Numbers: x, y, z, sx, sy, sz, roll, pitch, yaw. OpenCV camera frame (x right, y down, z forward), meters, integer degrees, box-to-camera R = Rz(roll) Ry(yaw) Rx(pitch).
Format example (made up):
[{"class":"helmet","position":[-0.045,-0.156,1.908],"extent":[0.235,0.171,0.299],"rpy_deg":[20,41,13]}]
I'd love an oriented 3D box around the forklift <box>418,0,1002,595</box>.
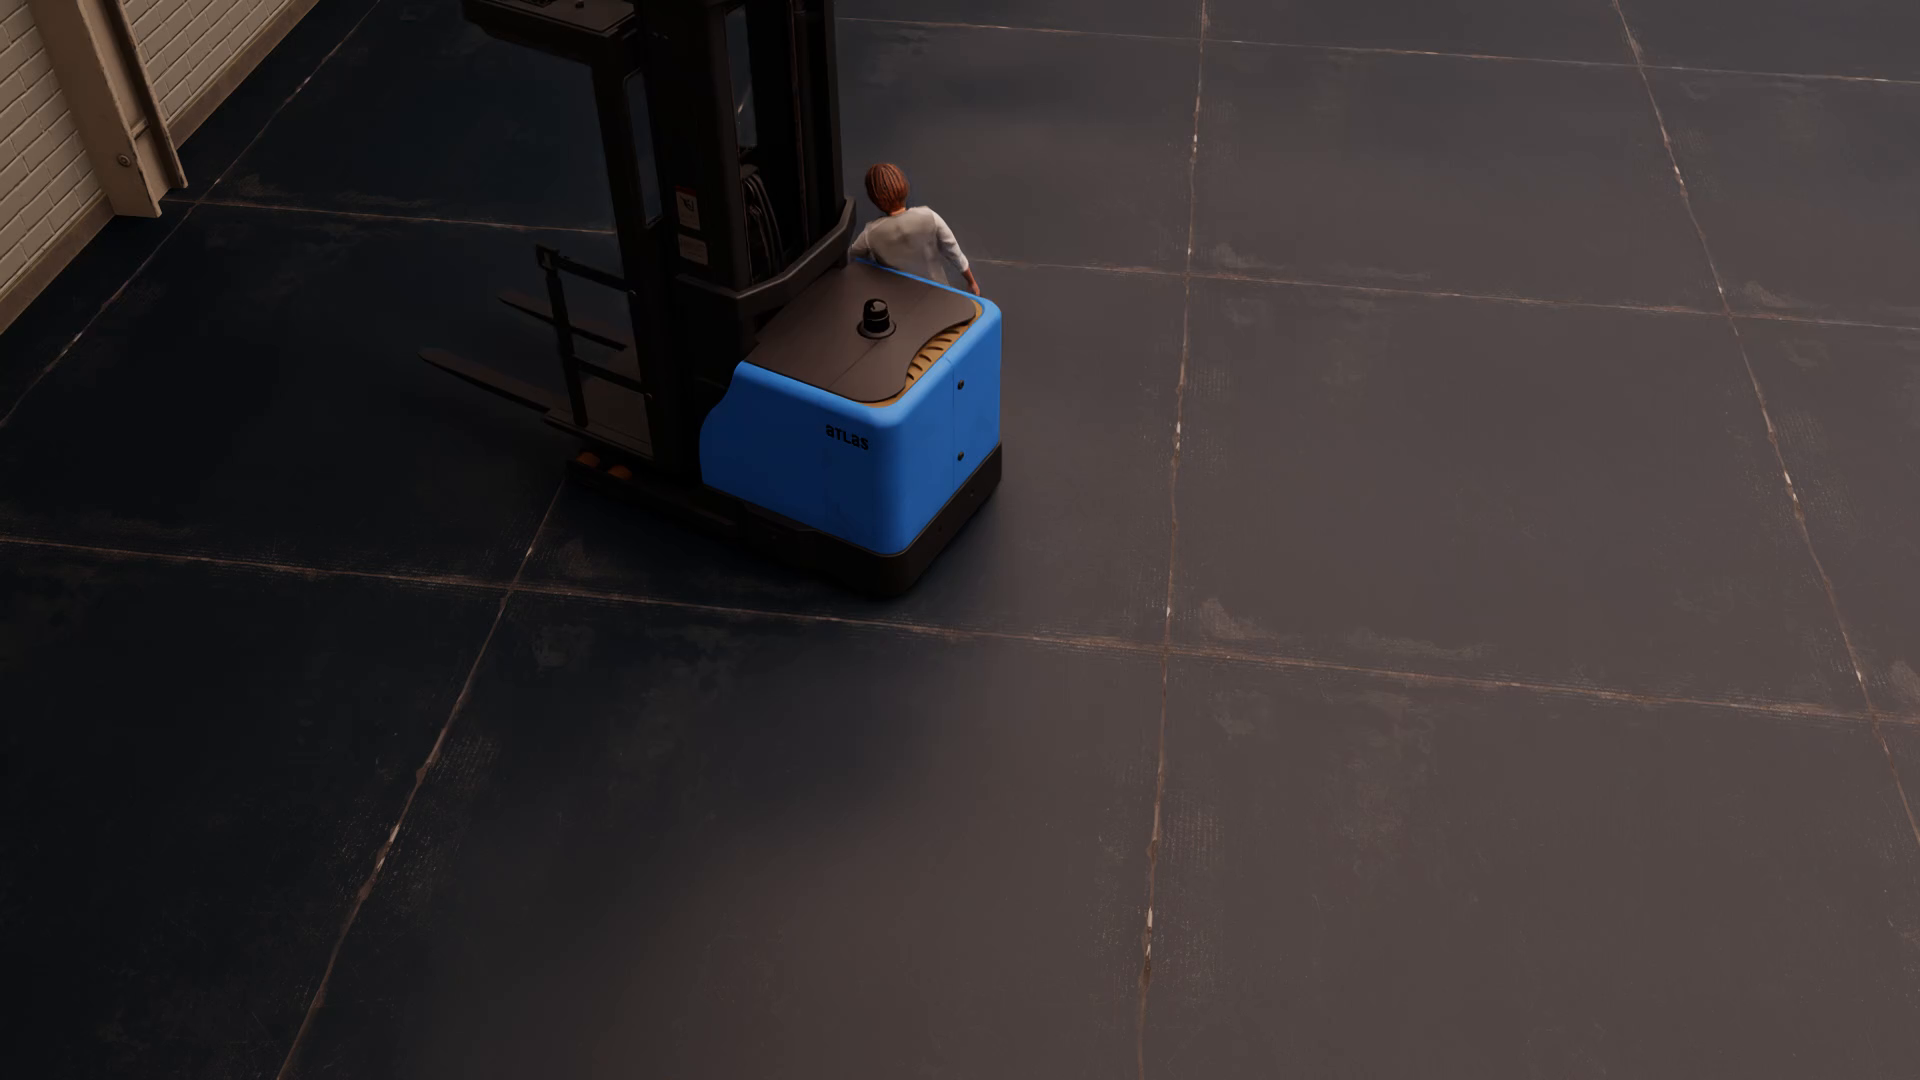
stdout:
[{"class":"forklift","position":[-1.333,-1.567,7.430],"extent":[3.031,2.935,1.130],"rpy_deg":[21,47,21]}]

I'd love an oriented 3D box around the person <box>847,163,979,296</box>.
[{"class":"person","position":[-0.260,-1.199,8.071],"extent":[0.679,1.482,0.782],"rpy_deg":[-12,44,-13]}]
